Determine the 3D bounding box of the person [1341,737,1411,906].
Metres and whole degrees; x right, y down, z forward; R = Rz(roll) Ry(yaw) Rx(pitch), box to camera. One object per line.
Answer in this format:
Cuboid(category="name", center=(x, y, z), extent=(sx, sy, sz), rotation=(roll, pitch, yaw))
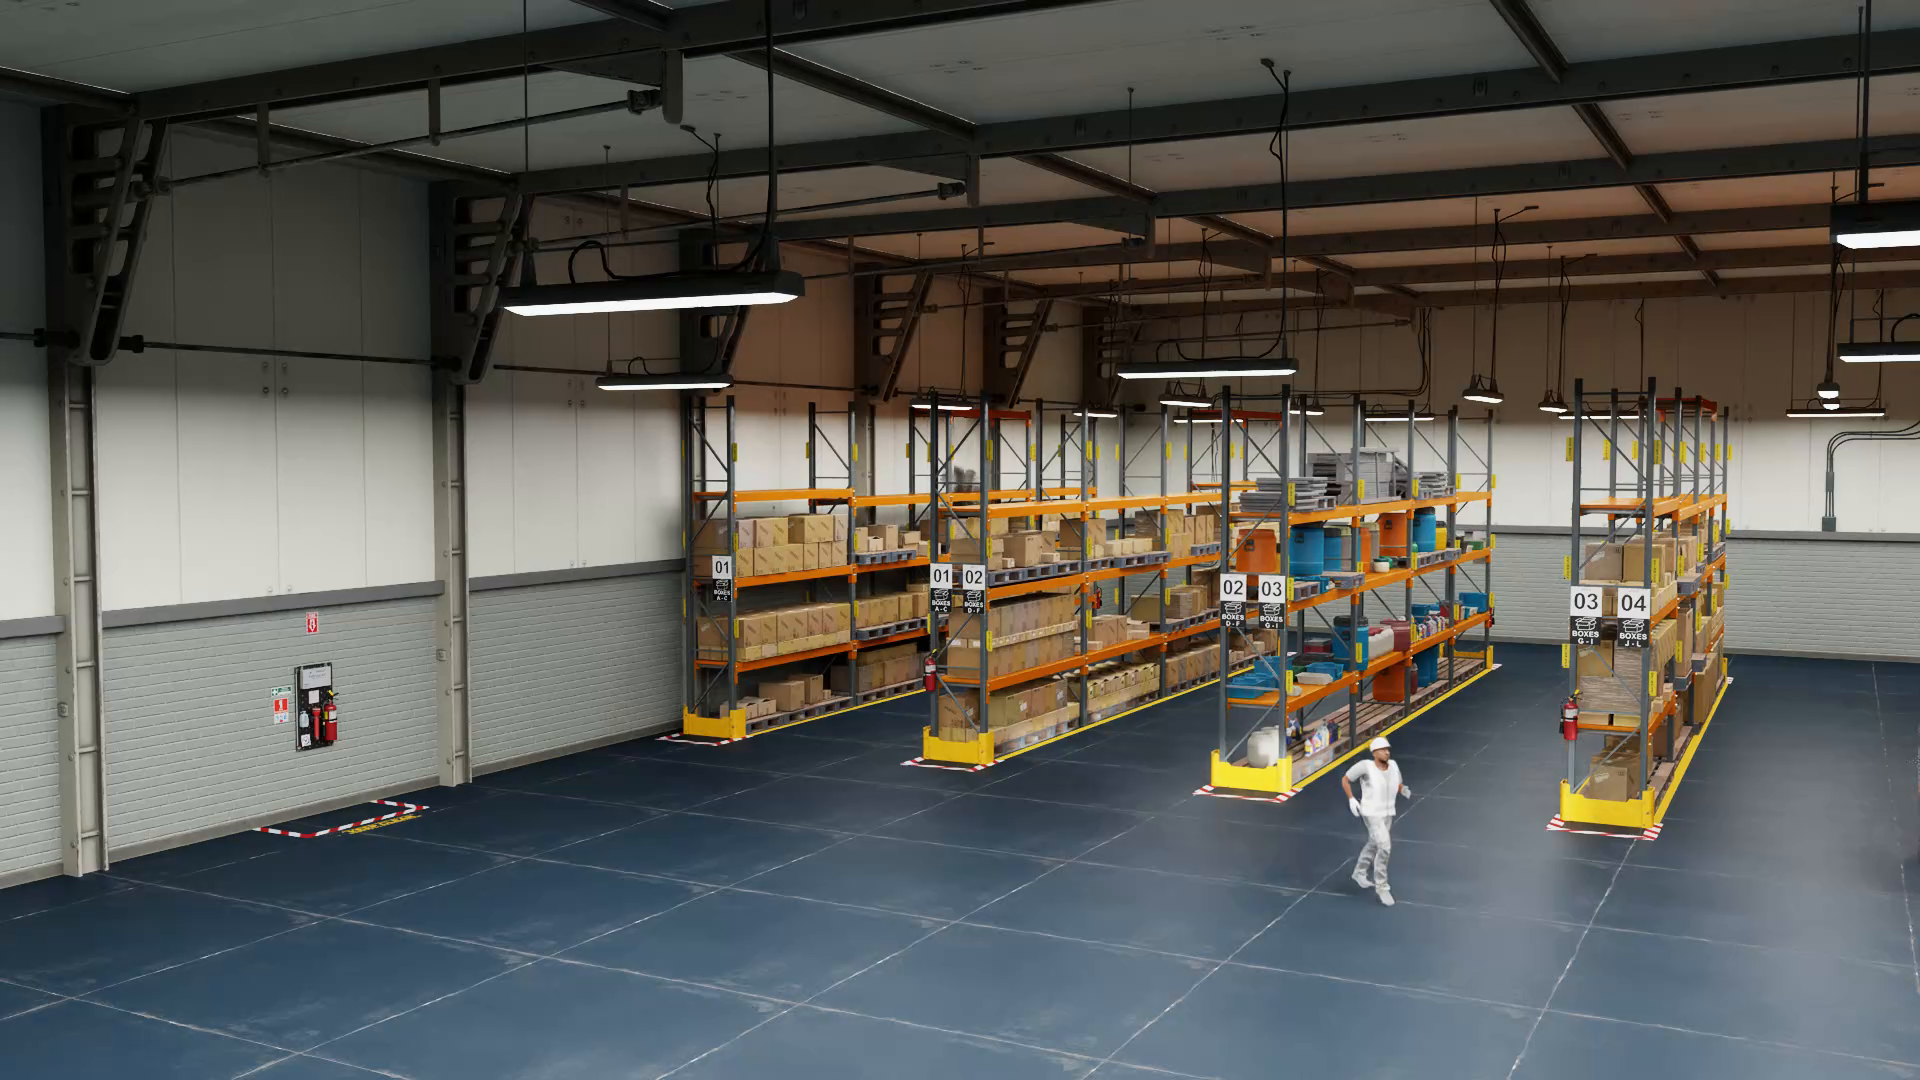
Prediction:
Cuboid(category="person", center=(4.702, 3.115, 18.709), extent=(0.659, 1.826, 0.811), rotation=(-2, 4, -32))
